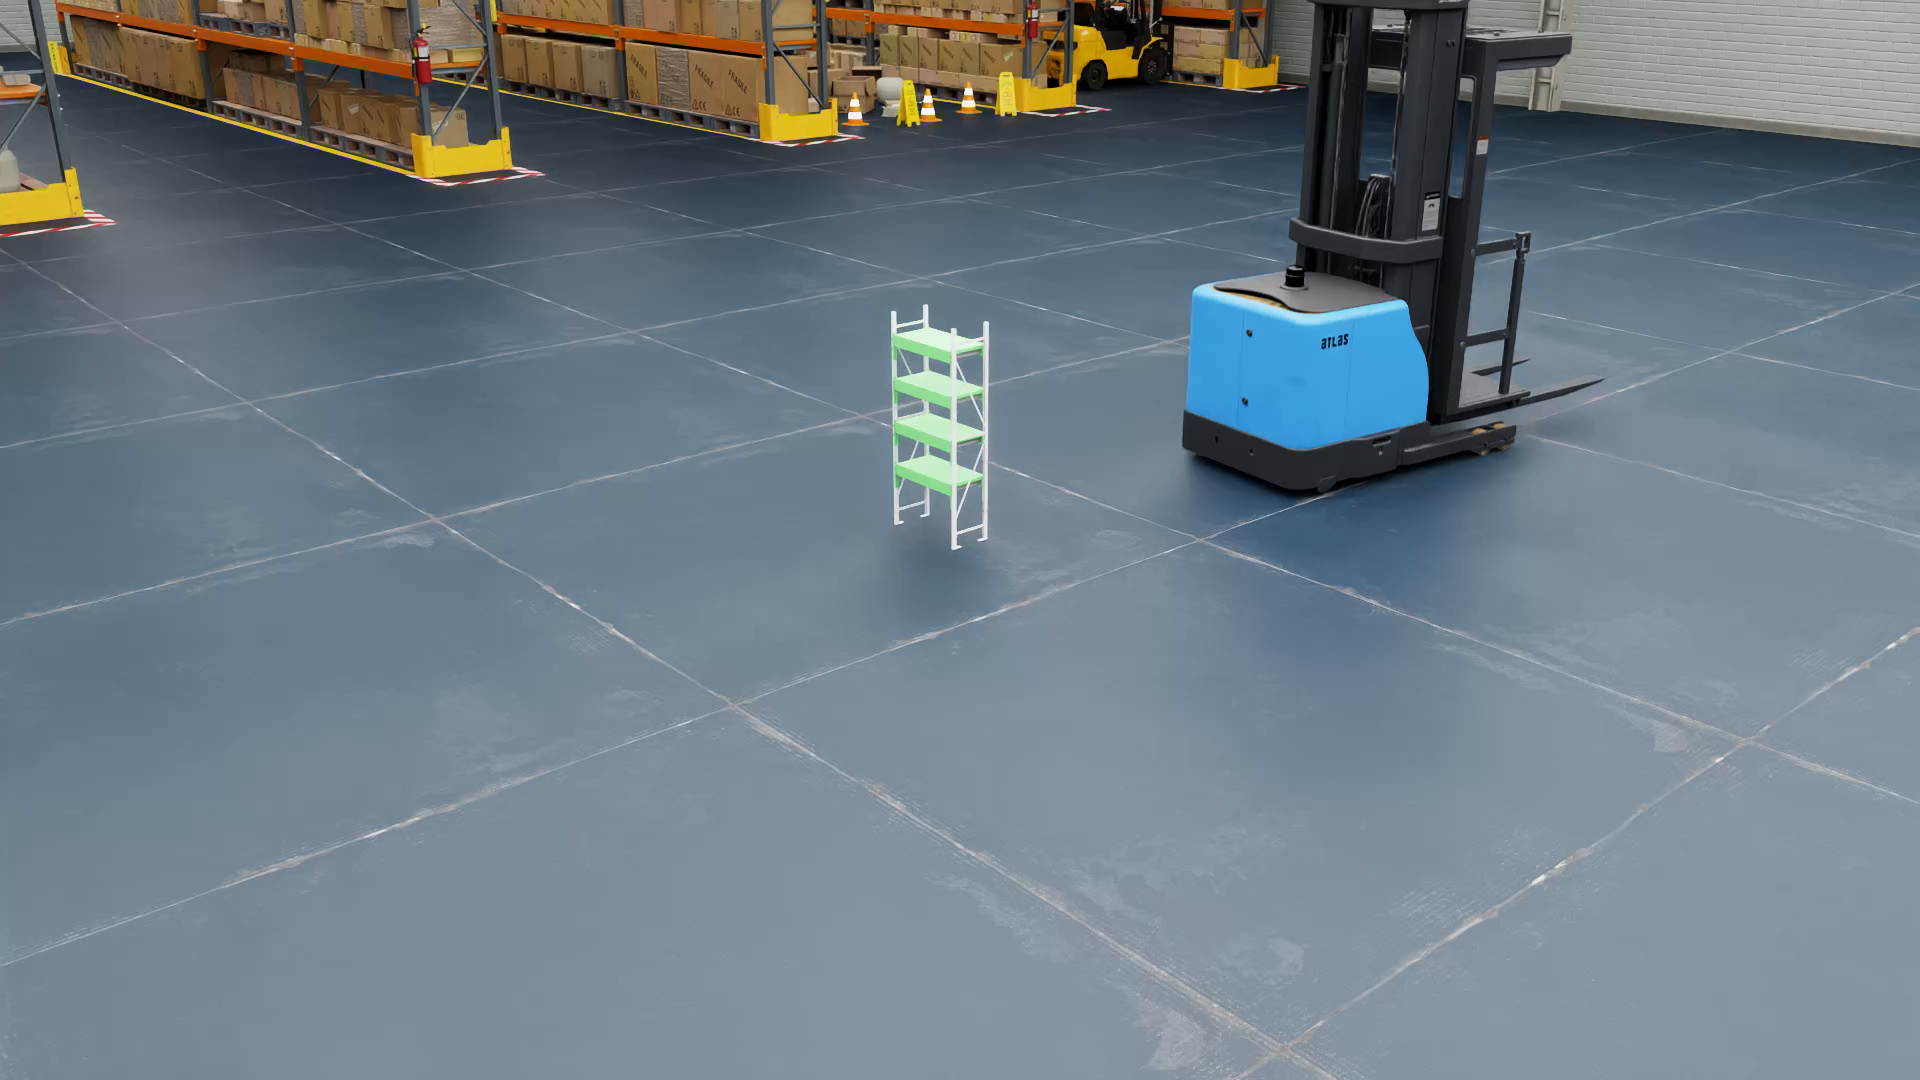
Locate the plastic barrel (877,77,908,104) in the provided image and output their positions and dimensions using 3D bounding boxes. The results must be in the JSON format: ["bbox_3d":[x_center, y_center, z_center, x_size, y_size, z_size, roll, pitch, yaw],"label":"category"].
[{"bbox_3d":[-1.099,-7.323,27.100,0.512,0.421,0.421,0,21,-1],"label":"plastic barrel"}]

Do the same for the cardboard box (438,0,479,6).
[{"bbox_3d":[-6.264,-6.821,20.369,0.500,0.500,0.500,-17,27,-37],"label":"cardboard box"}]

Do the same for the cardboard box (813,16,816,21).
[{"bbox_3d":[-3.756,-12.223,38.931,0.700,0.500,0.500,-19,28,-39],"label":"cardboard box"}]

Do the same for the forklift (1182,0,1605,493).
[{"bbox_3d":[2.878,-2.034,10.159,3.031,2.935,1.130,-14,25,-31],"label":"forklift"}]

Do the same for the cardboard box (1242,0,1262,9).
[{"bbox_3d":[5.041,-9.745,29.613,0.500,0.500,0.500,-16,27,-36],"label":"cardboard box"}]

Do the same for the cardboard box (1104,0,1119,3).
[{"bbox_3d":[2.988,-10.322,31.088,0.500,0.500,0.500,-17,27,-37],"label":"cardboard box"}]

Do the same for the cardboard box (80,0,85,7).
[{"bbox_3d":[-15.568,-9.656,29.868,0.380,0.149,0.250,-18,28,-39],"label":"cardboard box"}]

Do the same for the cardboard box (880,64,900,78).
[{"bbox_3d":[-1.034,-8.105,28.760,0.500,0.250,0.500,-19,28,-40],"label":"cardboard box"}]

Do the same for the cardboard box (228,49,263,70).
[{"bbox_3d":[-10.873,-7.376,25.498,0.500,0.250,0.500,-16,27,-35],"label":"cardboard box"}]

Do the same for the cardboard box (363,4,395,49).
[{"bbox_3d":[-6.867,-6.406,20.683,0.875,0.500,0.500,-17,27,-37],"label":"cardboard box"}]

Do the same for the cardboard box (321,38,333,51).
[{"bbox_3d":[-8.170,-6.530,21.888,0.380,0.149,0.250,-17,27,-37],"label":"cardboard box"}]

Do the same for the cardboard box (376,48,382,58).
[{"bbox_3d":[-7.102,-6.144,20.901,0.380,0.149,0.250,-17,27,-37],"label":"cardboard box"}]

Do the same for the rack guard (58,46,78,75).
[{"bbox_3d":[-16.571,-9.217,31.830,1.175,0.500,0.348,-17,27,-37],"label":"rack guard"}]

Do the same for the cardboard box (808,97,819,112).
[{"bbox_3d":[-2.381,-6.902,26.241,0.396,0.266,0.258,-12,25,-28],"label":"cardboard box"}]

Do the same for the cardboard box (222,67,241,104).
[{"bbox_3d":[-10.881,-7.024,25.629,0.700,0.500,0.500,-19,28,-40],"label":"cardboard box"}]

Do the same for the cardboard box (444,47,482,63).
[{"bbox_3d":[-6.117,-5.972,20.462,0.380,0.149,0.250,-17,27,-37],"label":"cardboard box"}]

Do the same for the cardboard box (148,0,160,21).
[{"bbox_3d":[-12.837,-8.710,26.972,0.500,0.500,0.500,-17,27,-36],"label":"cardboard box"}]

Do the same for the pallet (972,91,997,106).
[{"bbox_3d":[0.843,-7.268,27.251,1.003,0.211,1.213,-17,27,-37],"label":"pallet"}]

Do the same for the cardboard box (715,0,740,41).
[{"bbox_3d":[-2.940,-7.414,23.596,0.875,0.550,0.550,-17,27,-37],"label":"cardboard box"}]

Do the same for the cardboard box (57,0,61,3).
[{"bbox_3d":[-16.573,-10.080,30.952,0.380,0.149,0.250,-17,27,-37],"label":"cardboard box"}]

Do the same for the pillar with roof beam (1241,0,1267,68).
[{"bbox_3d":[2.121,-11.671,26.442,9.100,9.000,0.400,-17,27,-37],"label":"pillar with roof beam"}]

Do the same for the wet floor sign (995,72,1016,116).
[{"bbox_3d":[0.710,-6.909,25.739,0.267,0.644,0.232,-8,23,-19],"label":"wet floor sign"}]

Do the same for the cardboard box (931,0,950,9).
[{"bbox_3d":[-0.130,-9.005,27.317,0.500,0.500,0.500,-17,27,-37],"label":"cardboard box"}]

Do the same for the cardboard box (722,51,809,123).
[{"bbox_3d":[-2.780,-6.484,23.763,0.875,0.875,0.875,-17,27,-37],"label":"cardboard box"}]

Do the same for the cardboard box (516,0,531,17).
[{"bbox_3d":[-7.087,-9.035,27.801,0.500,0.500,0.500,-18,28,-38],"label":"cardboard box"}]

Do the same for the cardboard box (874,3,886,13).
[{"bbox_3d":[-1.252,-9.137,28.544,0.380,0.149,0.250,-18,27,-38],"label":"cardboard box"}]

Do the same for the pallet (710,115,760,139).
[{"bbox_3d":[-2.869,-6.010,24.039,1.003,0.211,1.213,-17,27,-37],"label":"pallet"}]

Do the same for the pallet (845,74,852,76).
[{"bbox_3d":[-1.724,-8.334,29.972,1.003,0.211,1.213,-17,27,-37],"label":"pallet"}]

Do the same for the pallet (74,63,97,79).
[{"bbox_3d":[-15.974,-8.873,31.349,1.003,0.211,1.213,-17,27,-37],"label":"pallet"}]

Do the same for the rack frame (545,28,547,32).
[{"bbox_3d":[-9.048,-12.733,37.380,1.000,3.000,0.127,-17,27,-37],"label":"rack frame"}]

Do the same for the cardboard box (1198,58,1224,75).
[{"bbox_3d":[4.608,-8.465,29.678,0.500,0.250,0.500,-17,27,-37],"label":"cardboard box"}]

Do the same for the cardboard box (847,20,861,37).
[{"bbox_3d":[-2.178,-11.510,37.110,0.500,0.500,0.500,-18,28,-38],"label":"cardboard box"}]

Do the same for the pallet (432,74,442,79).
[{"bbox_3d":[-9.611,-8.908,31.439,1.003,0.211,1.213,-17,27,-37],"label":"pallet"}]

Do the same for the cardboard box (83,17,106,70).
[{"bbox_3d":[-15.483,-9.171,30.623,0.875,0.875,0.875,-17,27,-37],"label":"cardboard box"}]

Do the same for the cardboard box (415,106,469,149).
[{"bbox_3d":[-6.506,-5.161,20.901,0.500,0.500,0.500,-12,24,-28],"label":"cardboard box"}]

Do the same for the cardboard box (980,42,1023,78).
[{"bbox_3d":[0.676,-7.736,26.789,0.500,0.500,0.500,-17,27,-37],"label":"cardboard box"}]

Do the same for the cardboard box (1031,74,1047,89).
[{"bbox_3d":[1.079,-7.516,27.256,0.500,0.250,0.500,-18,28,-38],"label":"cardboard box"}]

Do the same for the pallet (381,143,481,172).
[{"bbox_3d":[-6.664,-4.909,21.227,1.003,0.211,1.213,-17,27,-37],"label":"pallet"}]

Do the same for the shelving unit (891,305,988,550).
[{"bbox_3d":[-0.108,-0.604,8.882,0.258,1.200,0.503,-17,27,-37],"label":"shelving unit"}]

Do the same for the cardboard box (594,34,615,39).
[{"bbox_3d":[-7.350,-11.077,36.089,0.875,0.438,0.875,-18,28,-39],"label":"cardboard box"}]

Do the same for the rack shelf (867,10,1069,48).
[{"bbox_3d":[0.091,-8.530,27.636,1.077,0.370,4.000,-17,27,-37],"label":"rack shelf"}]

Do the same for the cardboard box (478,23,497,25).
[{"bbox_3d":[-8.762,-9.369,30.615,0.500,0.250,0.500,-19,28,-40],"label":"cardboard box"}]

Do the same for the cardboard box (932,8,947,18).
[{"bbox_3d":[-0.238,-8.719,27.475,0.380,0.149,0.250,-18,27,-38],"label":"cardboard box"}]

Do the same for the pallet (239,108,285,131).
[{"bbox_3d":[-10.032,-6.312,24.810,1.003,0.211,1.213,-17,27,-37],"label":"pallet"}]

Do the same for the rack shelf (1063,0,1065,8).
[{"bbox_3d":[1.238,-10.818,33.477,1.077,0.370,4.000,-17,27,-37],"label":"rack shelf"}]

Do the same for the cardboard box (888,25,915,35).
[{"bbox_3d":[-0.998,-8.708,28.380,0.380,0.149,0.250,-17,27,-37],"label":"cardboard box"}]

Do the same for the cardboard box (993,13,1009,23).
[{"bbox_3d":[0.741,-8.291,26.385,0.380,0.149,0.250,-18,28,-38],"label":"cardboard box"}]

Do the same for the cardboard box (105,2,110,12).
[{"bbox_3d":[-14.560,-9.229,28.779,0.380,0.149,0.250,-17,27,-36],"label":"cardboard box"}]

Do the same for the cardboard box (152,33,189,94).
[{"bbox_3d":[-12.344,-7.813,27.158,1.225,0.875,0.875,-17,27,-37],"label":"cardboard box"}]

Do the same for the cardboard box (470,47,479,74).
[{"bbox_3d":[-8.473,-8.612,29.710,0.500,0.500,0.500,-16,27,-35],"label":"cardboard box"}]

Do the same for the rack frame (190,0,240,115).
[{"bbox_3d":[-11.333,-8.164,25.714,1.000,3.000,0.127,-17,27,-37],"label":"rack frame"}]

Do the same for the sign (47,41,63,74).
[{"bbox_3d":[-9.444,-5.033,17.341,0.100,0.325,0.005,-17,27,-37],"label":"sign"}]

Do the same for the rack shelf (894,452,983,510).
[{"bbox_3d":[-0.108,-0.321,8.993,0.258,0.148,0.480,-17,27,-37],"label":"rack shelf"}]
